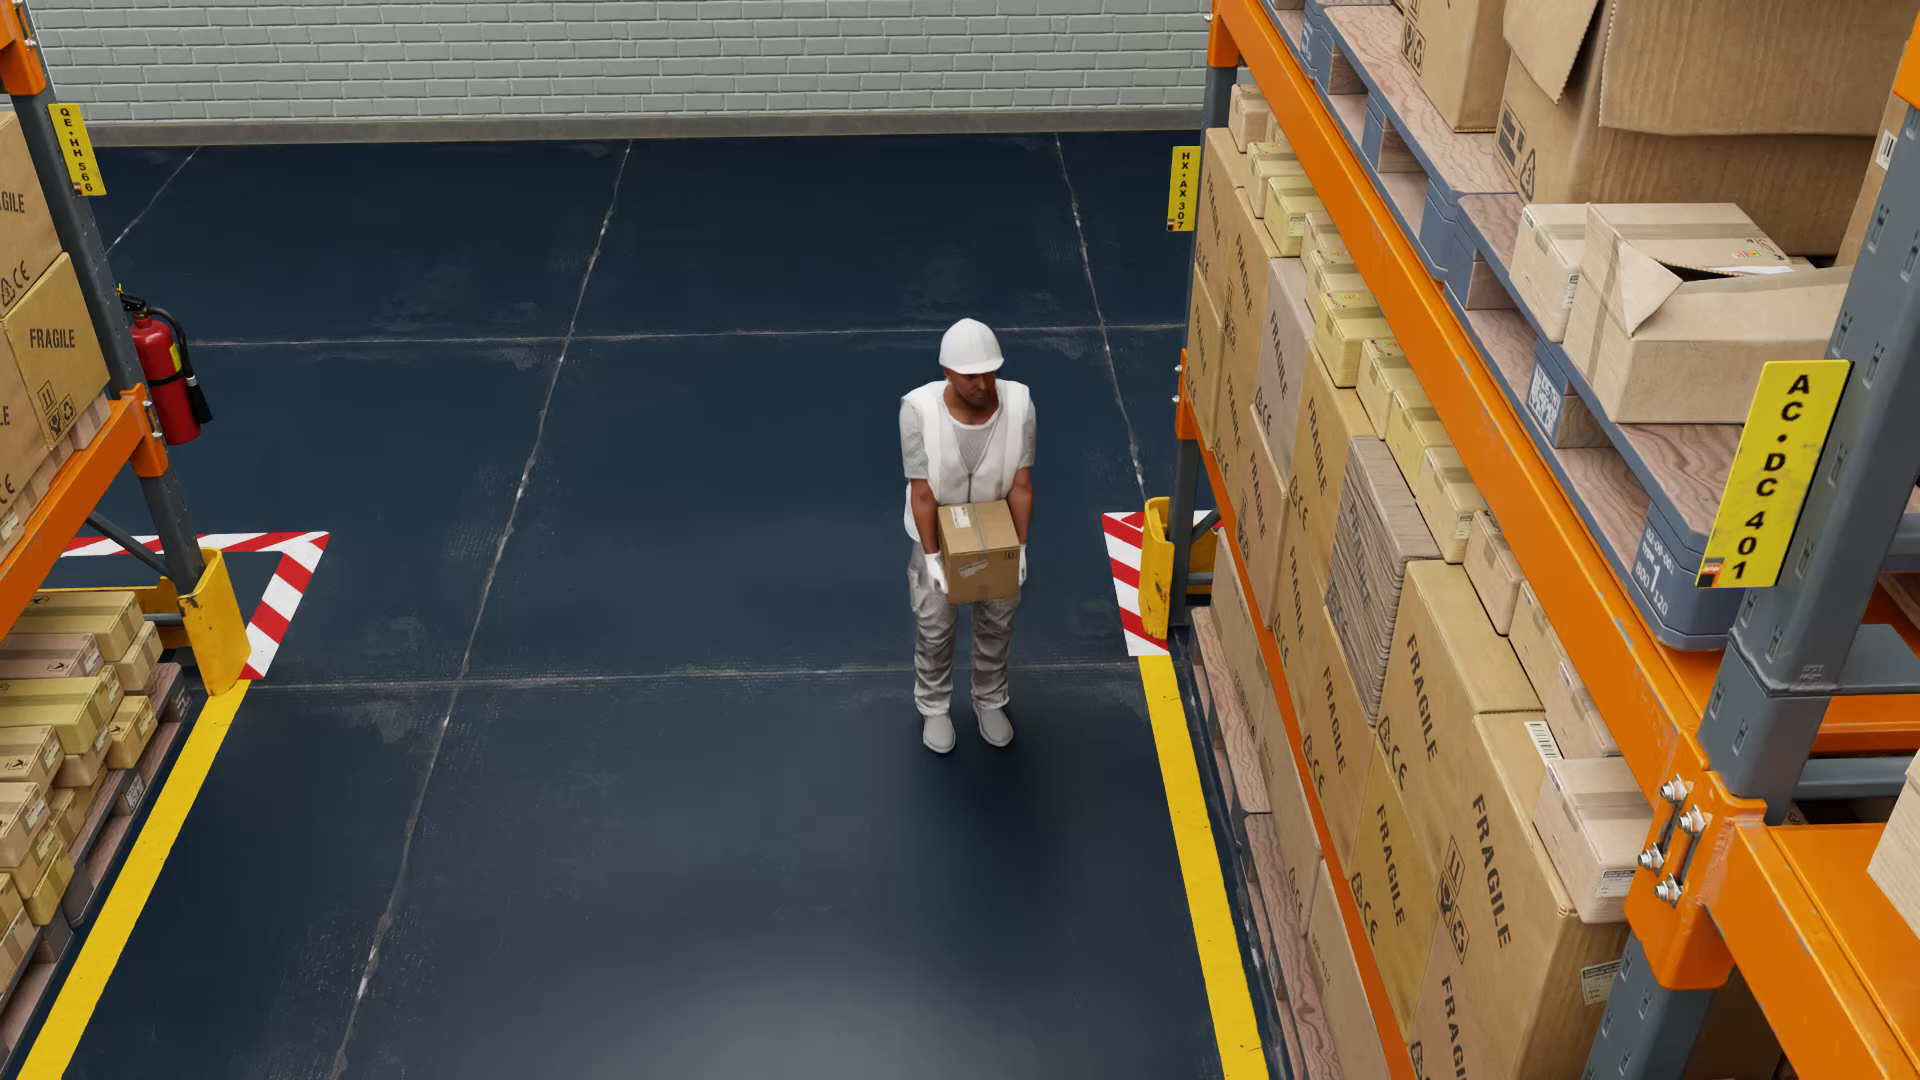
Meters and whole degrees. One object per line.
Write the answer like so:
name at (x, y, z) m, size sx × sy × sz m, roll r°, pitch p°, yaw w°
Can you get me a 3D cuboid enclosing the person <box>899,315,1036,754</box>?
person at (0.044, 0.023, 6.095) m, size 0.491 × 1.781 × 0.580 m, roll -6°, pitch 35°, yaw -9°
